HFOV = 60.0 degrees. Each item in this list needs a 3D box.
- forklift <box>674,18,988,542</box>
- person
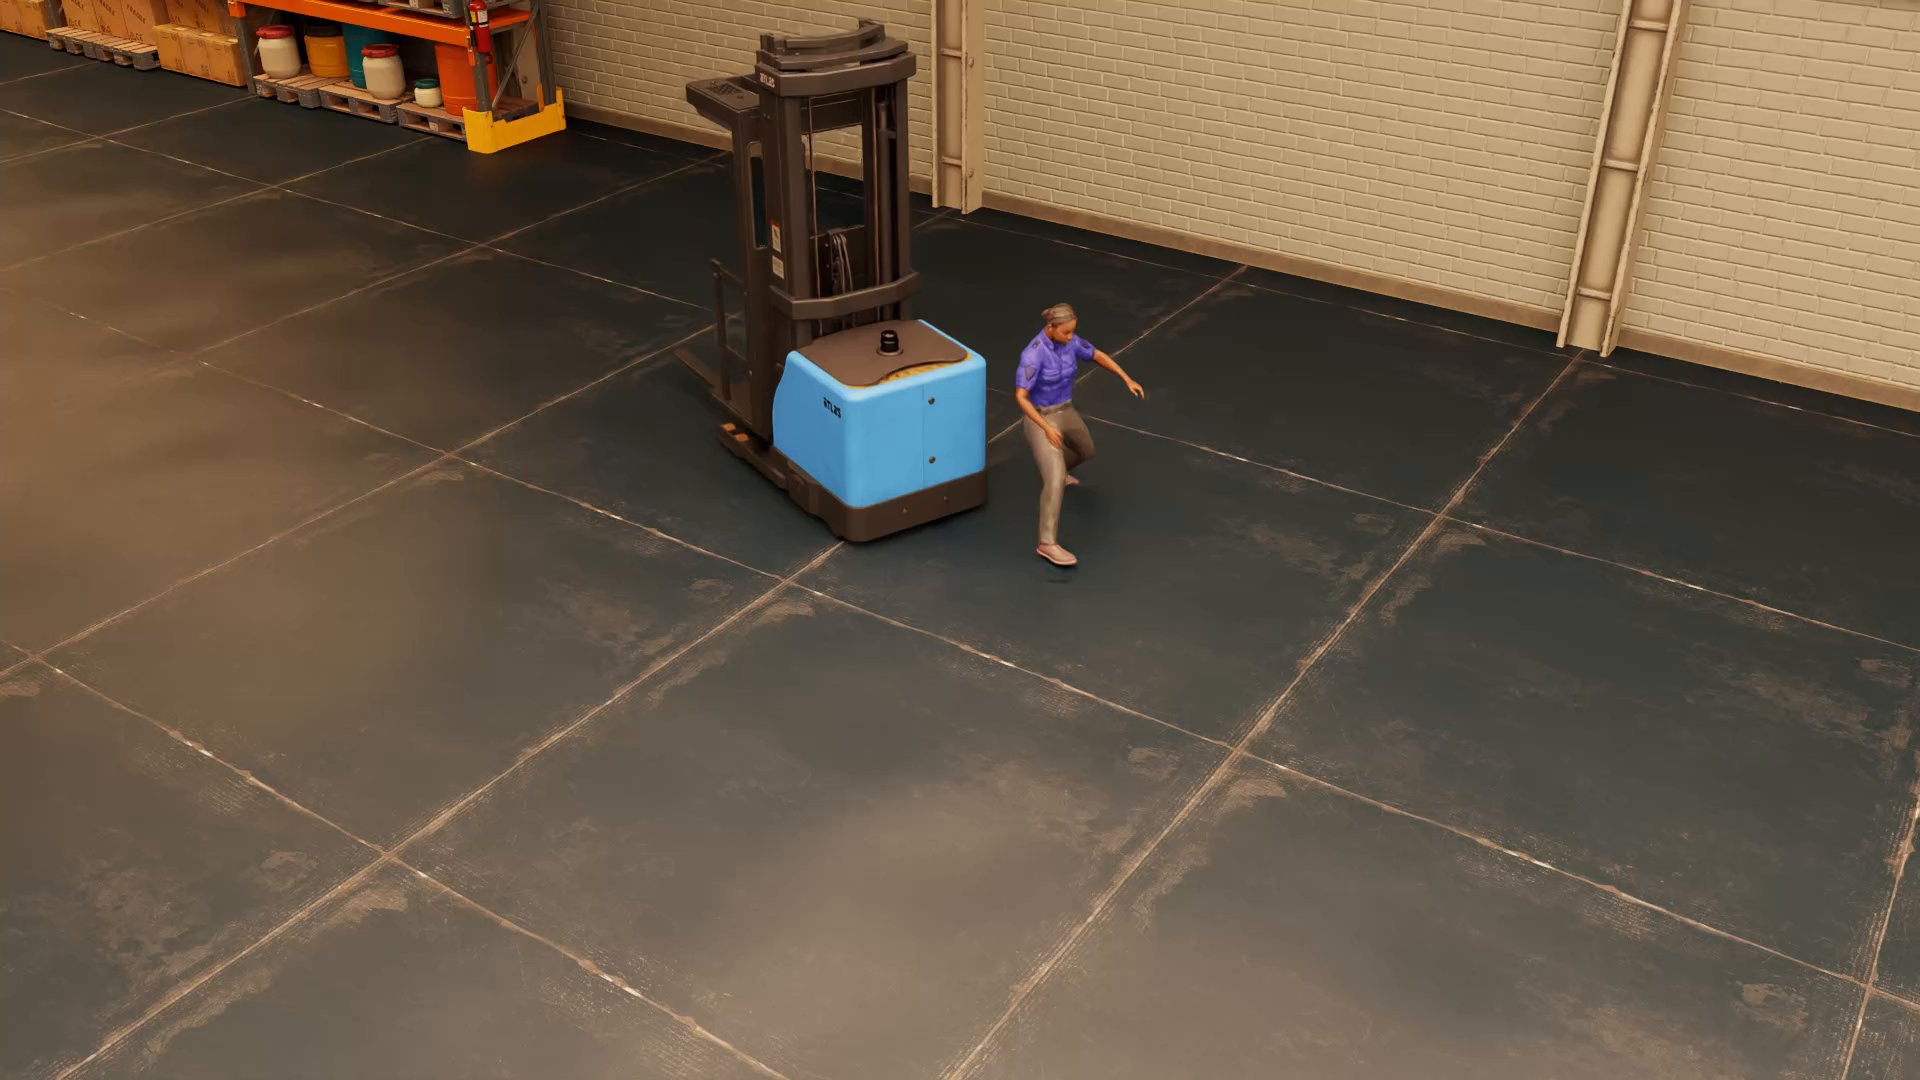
[{"bbox_3d":[-1.046,-1.952,10.943,1.130,2.935,3.031,-18,35,-28],"label":"forklift"},{"bbox_3d":[0.664,-0.748,10.377,0.947,1.519,0.979,26,39,37],"label":"person"}]
